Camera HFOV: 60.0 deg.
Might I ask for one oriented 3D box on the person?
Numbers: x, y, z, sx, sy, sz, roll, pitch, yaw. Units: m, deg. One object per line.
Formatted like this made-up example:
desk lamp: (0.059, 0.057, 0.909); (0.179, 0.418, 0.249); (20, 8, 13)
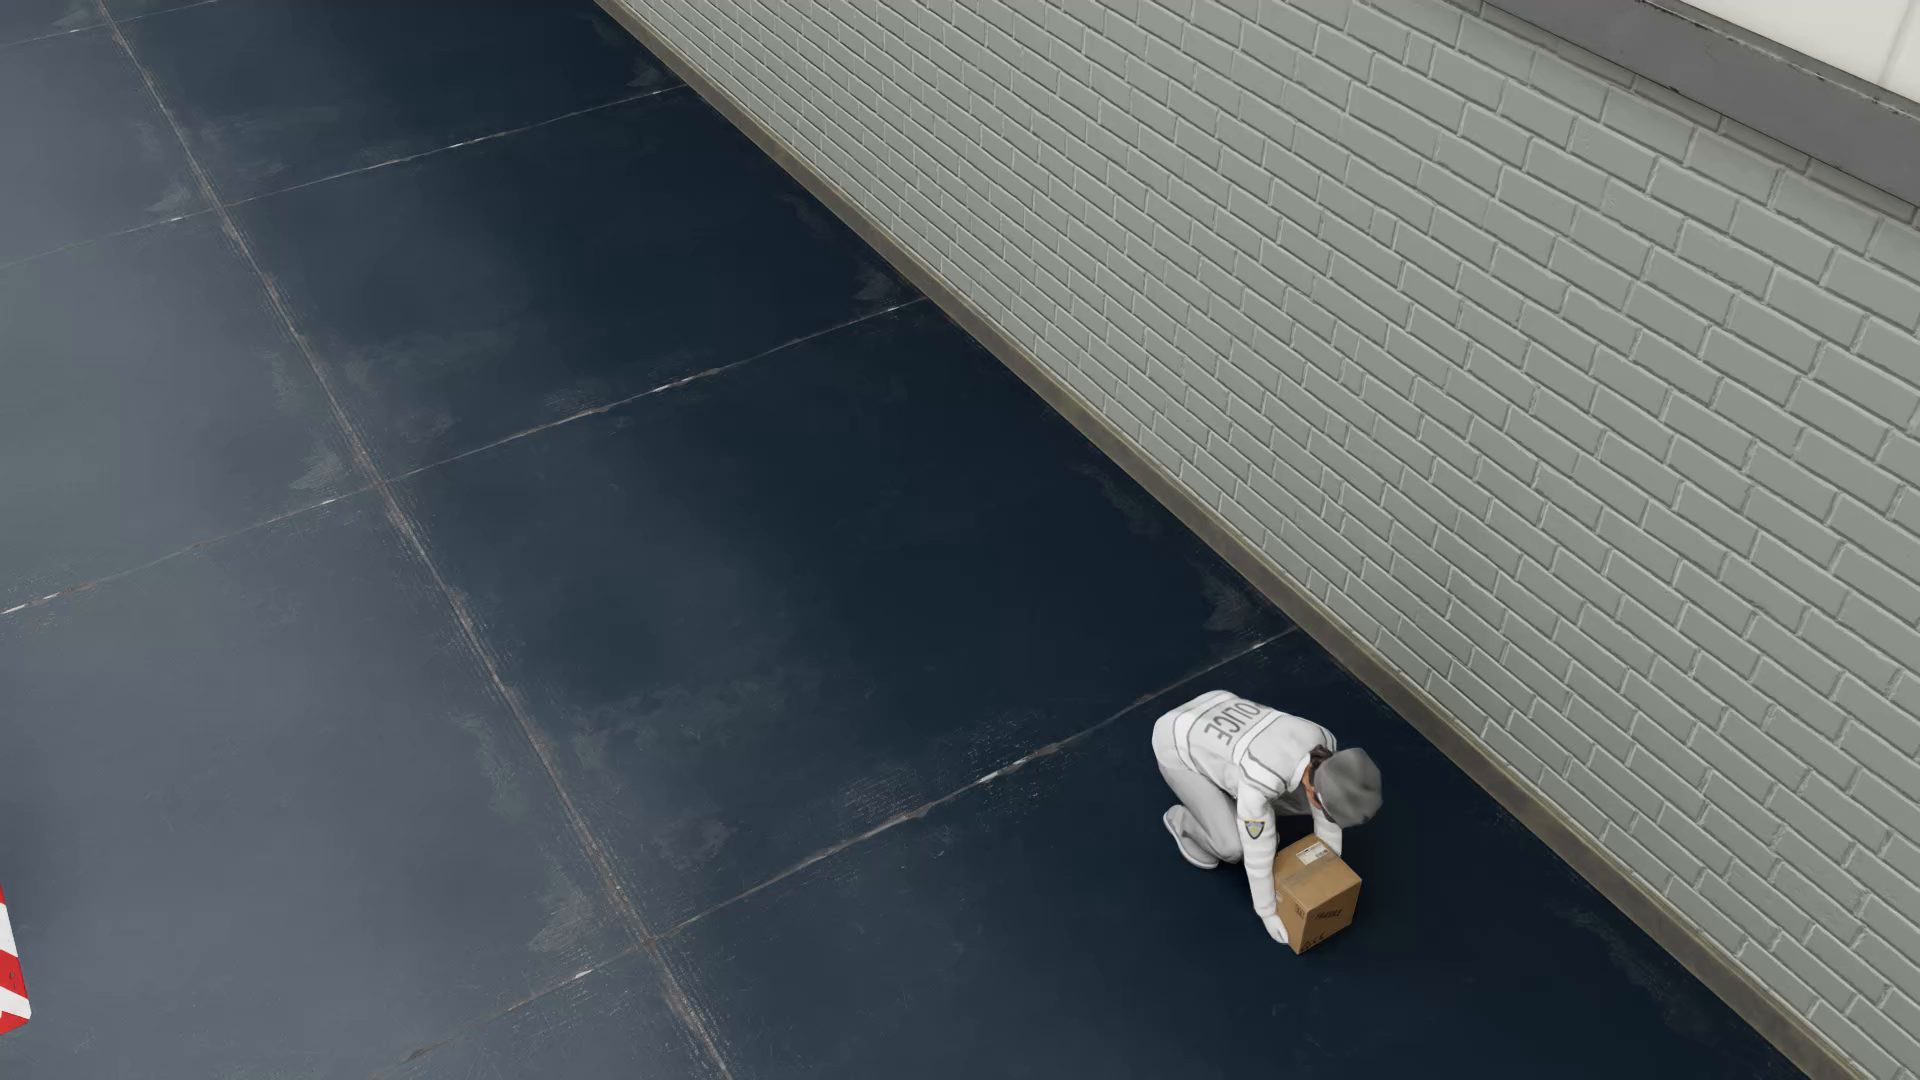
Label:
person: (1.050, 0.883, 5.837); (0.473, 0.851, 0.873); (-23, 46, -24)
